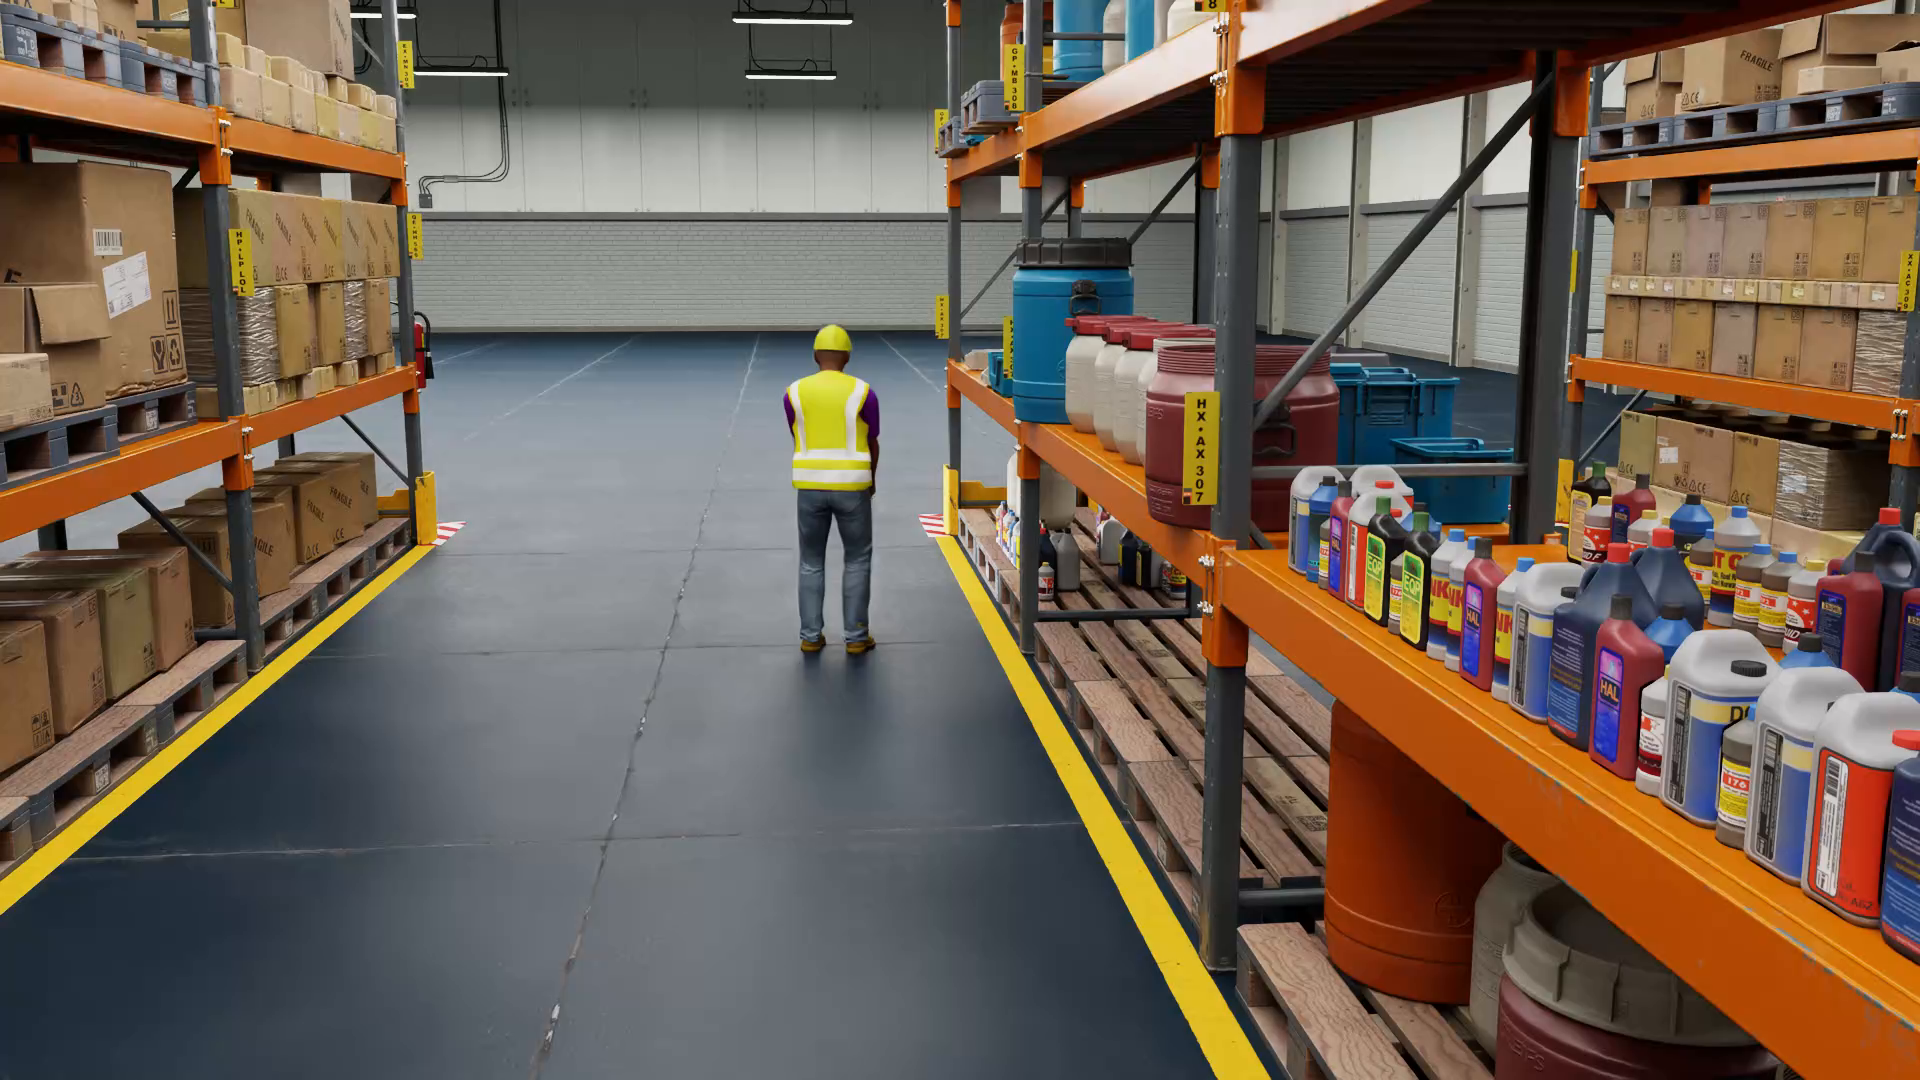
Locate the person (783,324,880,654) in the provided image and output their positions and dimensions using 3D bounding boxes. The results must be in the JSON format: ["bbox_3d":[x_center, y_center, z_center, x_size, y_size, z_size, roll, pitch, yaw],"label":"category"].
[{"bbox_3d":[-0.677,-0.286,9.010,0.504,1.750,0.586,1,10,7],"label":"person"}]
